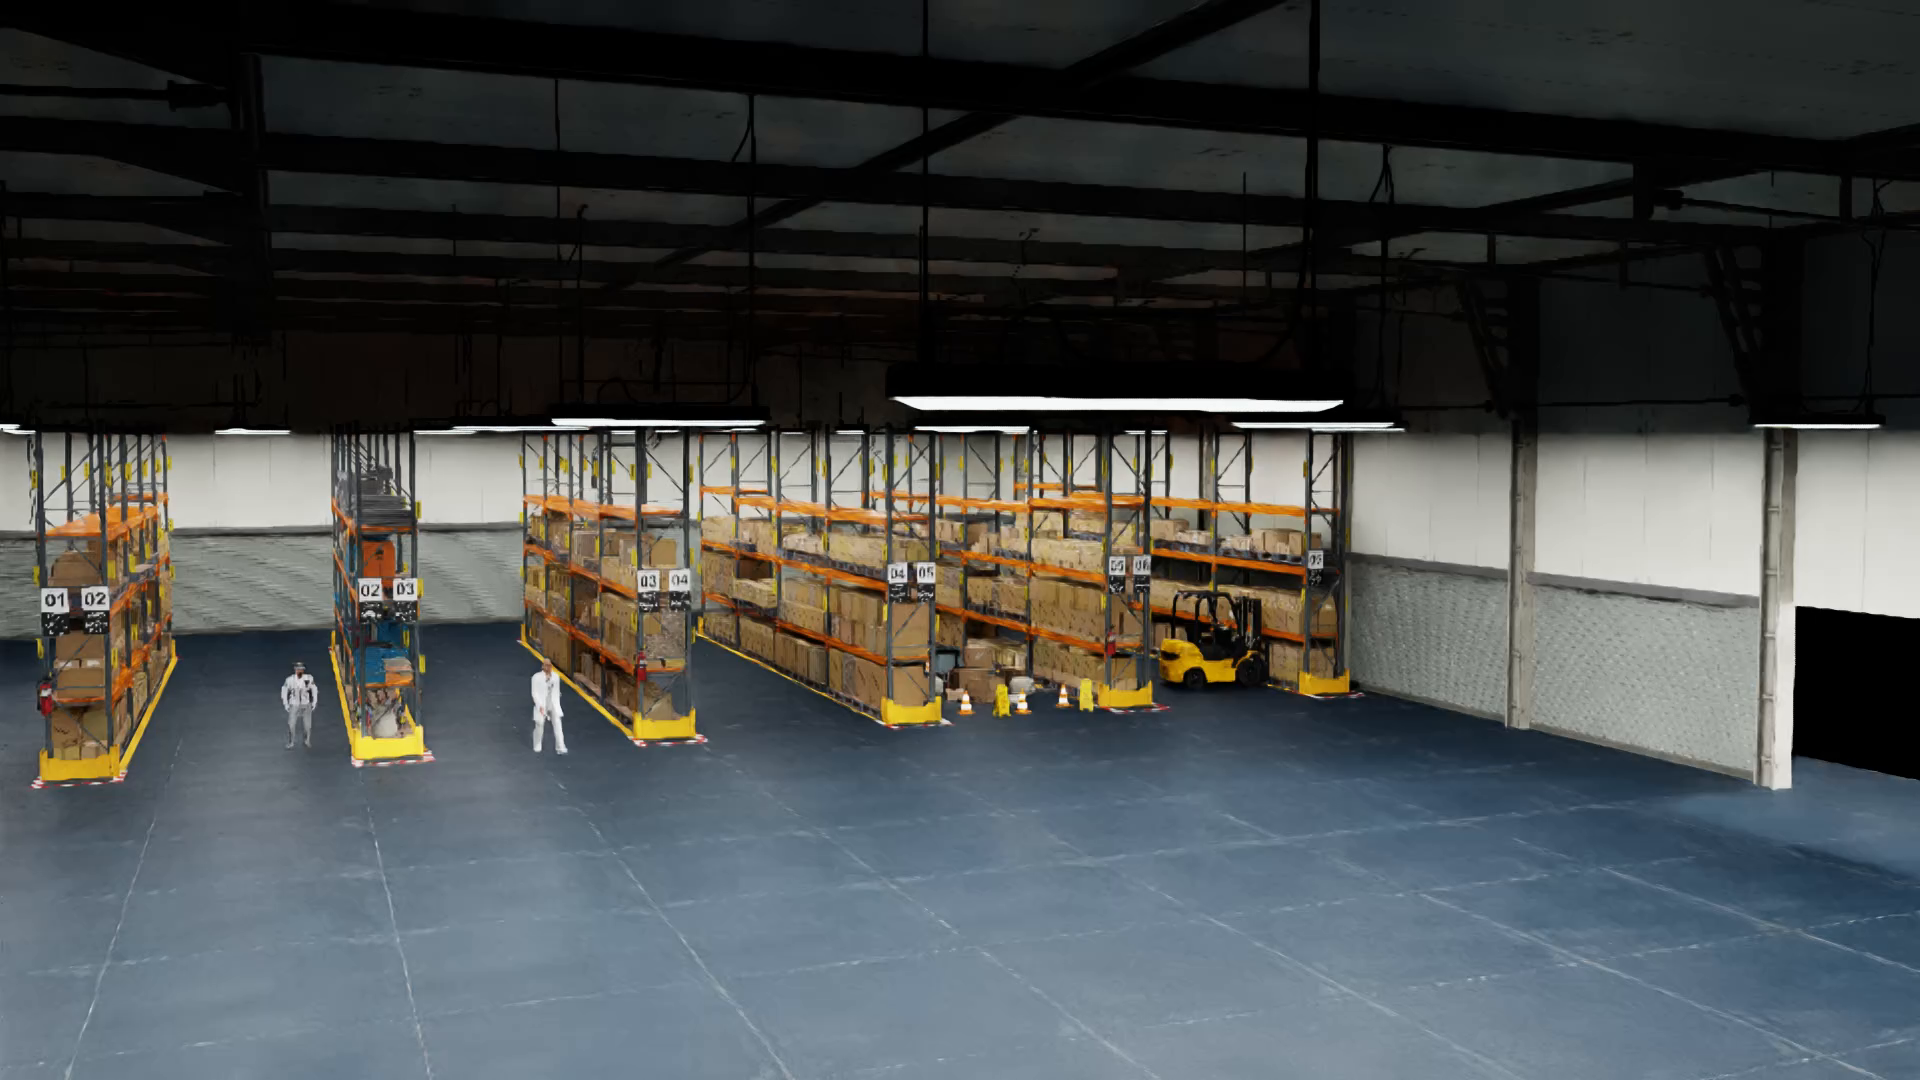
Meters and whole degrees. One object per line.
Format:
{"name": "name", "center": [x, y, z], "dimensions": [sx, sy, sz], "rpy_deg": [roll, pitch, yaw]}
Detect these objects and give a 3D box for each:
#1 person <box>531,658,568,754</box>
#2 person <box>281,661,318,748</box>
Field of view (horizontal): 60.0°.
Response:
{"name": "person", "center": [-7.425, 2.978, 29.900], "dimensions": [0.580, 1.715, 1.102], "rpy_deg": [-2, 4, -30]}
{"name": "person", "center": [-12.098, 3.009, 30.470], "dimensions": [0.639, 1.631, 0.508], "rpy_deg": [-2, 4, -24]}
